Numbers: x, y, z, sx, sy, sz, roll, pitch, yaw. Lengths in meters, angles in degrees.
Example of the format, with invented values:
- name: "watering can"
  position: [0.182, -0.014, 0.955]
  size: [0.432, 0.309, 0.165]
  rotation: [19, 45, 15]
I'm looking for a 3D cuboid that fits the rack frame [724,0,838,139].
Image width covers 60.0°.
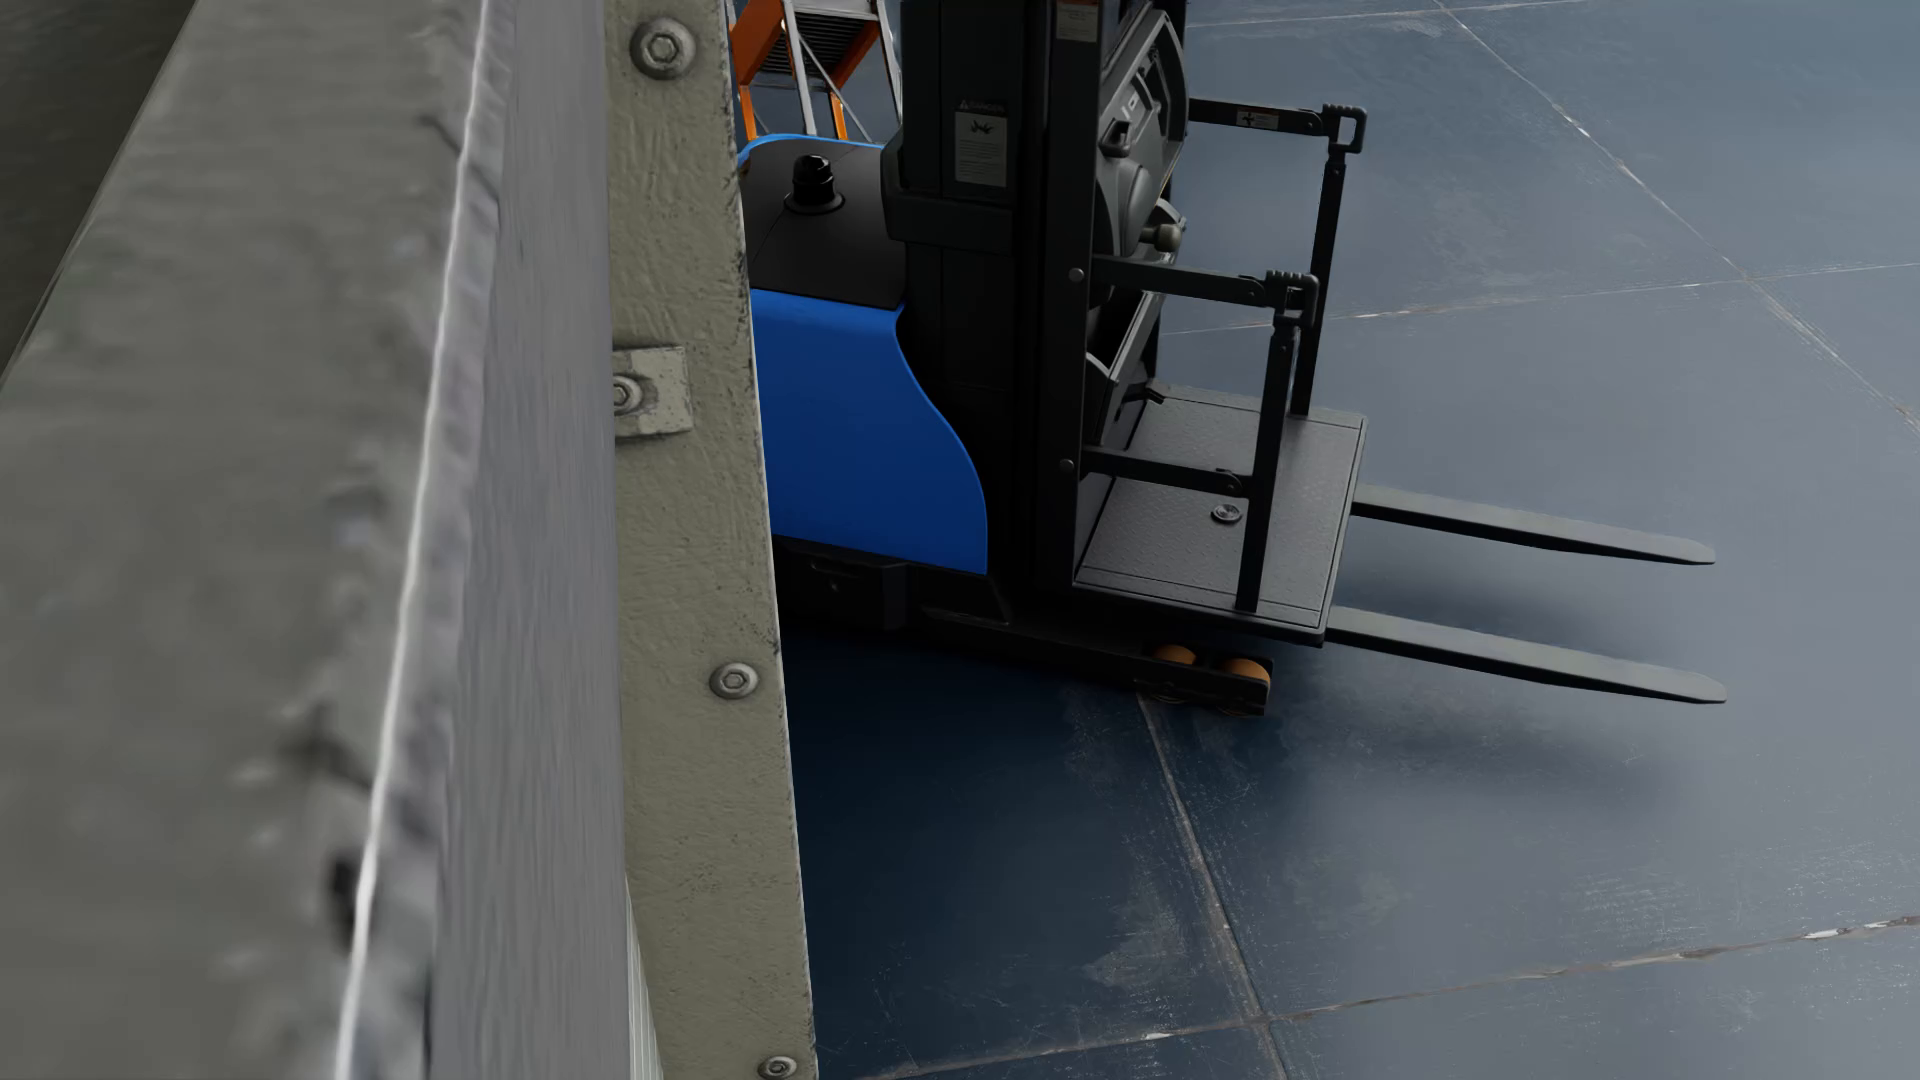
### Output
- name: "rack frame"
  position: [-0.654, -1.718, 6.320]
  size: [0.400, 0.015, 2.100]
  rotation: [-3, 74, -28]

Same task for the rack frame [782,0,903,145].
- name: "rack frame"
  position: [-0.440, -1.865, 5.907]
  size: [0.400, 0.015, 2.100]
  rotation: [-3, 74, -28]

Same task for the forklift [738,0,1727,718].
- name: "forklift"
  position: [0.656, -1.030, 4.187]
  size: [3.031, 2.935, 1.130]
  rotation: [11, 39, 14]

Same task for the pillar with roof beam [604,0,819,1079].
- name: "pillar with roof beam"
  position: [3.768, -2.785, 1.500]
  size: [9.100, 9.000, 0.400]
  rotation: [-6, 38, -8]

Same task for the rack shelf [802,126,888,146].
- name: "rack shelf"
  position: [-0.415, -1.112, 5.941]
  size: [0.431, 0.480, 0.518]
  rotation: [-3, 74, -28]

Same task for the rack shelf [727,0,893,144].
- name: "rack shelf"
  position: [-0.545, -1.779, 6.111]
  size: [0.431, 0.480, 0.518]
  rotation: [-3, 74, -28]

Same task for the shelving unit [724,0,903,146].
- name: "shelving unit"
  position: [-0.547, -1.792, 6.114]
  size: [0.431, 0.503, 2.100]
  rotation: [-3, 74, -28]
